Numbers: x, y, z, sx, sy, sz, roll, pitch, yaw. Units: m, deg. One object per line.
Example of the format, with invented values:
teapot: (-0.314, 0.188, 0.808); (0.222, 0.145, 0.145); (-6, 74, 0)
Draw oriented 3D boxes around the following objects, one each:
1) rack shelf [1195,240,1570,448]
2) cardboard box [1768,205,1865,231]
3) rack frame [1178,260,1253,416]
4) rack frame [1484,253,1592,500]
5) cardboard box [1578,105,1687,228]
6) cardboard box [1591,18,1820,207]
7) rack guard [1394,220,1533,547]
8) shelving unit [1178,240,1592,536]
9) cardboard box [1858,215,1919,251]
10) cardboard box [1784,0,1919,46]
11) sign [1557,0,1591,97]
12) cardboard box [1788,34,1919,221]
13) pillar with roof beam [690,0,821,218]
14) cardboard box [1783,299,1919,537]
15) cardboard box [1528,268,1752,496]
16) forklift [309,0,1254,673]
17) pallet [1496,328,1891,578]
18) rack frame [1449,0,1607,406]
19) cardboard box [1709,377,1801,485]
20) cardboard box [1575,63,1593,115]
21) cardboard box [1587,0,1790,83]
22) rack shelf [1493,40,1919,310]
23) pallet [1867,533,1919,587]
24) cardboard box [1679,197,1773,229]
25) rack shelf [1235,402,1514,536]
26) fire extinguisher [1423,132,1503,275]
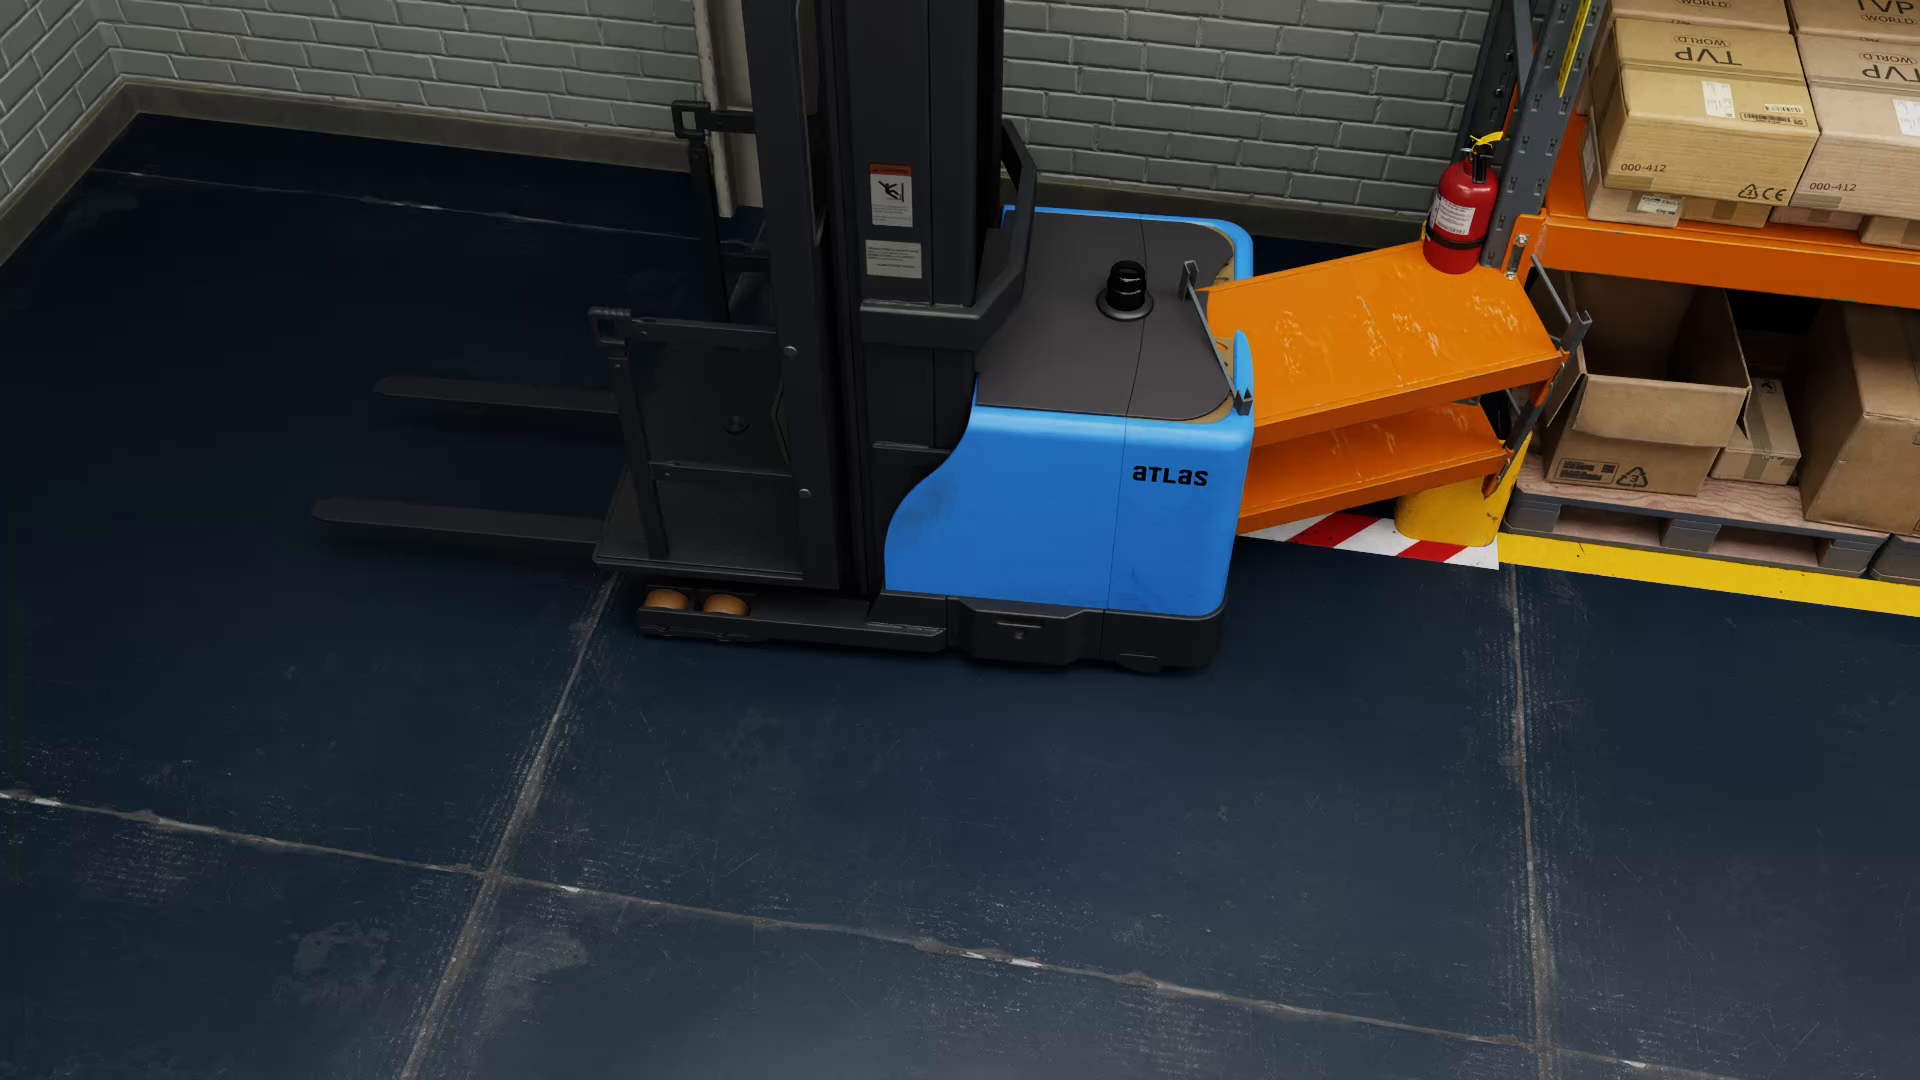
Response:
rack shelf: (1.214, -0.578, 4.978); (1.000, 0.278, 0.538); (-13, 62, -8)
cardboard box: (2.502, -1.093, 4.884); (0.250, 0.149, 0.380); (7, 48, 6)
rack frame: (0.721, -0.322, 5.167); (0.032, 1.125, 0.500); (-13, 62, -8)
rack frame: (1.702, -0.552, 5.302); (0.032, 1.125, 0.500); (-13, 62, -8)
cardboard box: (1.978, -1.102, 4.892); (0.250, 0.149, 0.380); (7, 48, 7)
cardboard box: (2.102, -1.222, 4.732); (0.500, 0.250, 0.500); (8, 49, 7)
rack guard: (1.778, -0.584, 5.939); (0.348, 0.500, 1.175); (8, 49, 7)
shelving unit: (1.211, -0.437, 5.234); (1.048, 1.125, 0.538); (-13, 62, -8)
cardboard box: (2.739, -1.014, 4.814); (0.250, 0.149, 0.380); (9, 49, 8)
cardboard box: (2.711, -1.544, 5.021); (0.500, 0.250, 0.500); (8, 49, 7)
sign: (1.607, -1.322, 4.339); (0.005, 0.325, 0.100); (8, 49, 7)
cardboard box: (2.598, -1.156, 4.673); (0.500, 0.250, 0.500); (8, 49, 7)
pillar with roof beam: (-1.555, -1.300, 0.869); (0.400, 9.000, 9.100); (8, 49, 7)
cardboard box: (3.123, -0.443, 5.530); (0.500, 0.500, 0.700); (9, 49, 8)
cardboard box: (2.289, -0.586, 5.656); (0.637, 0.503, 0.797); (6, 48, 5)
forklift: (-0.624, -1.033, 4.708); (3.031, 2.935, 1.130); (5, 48, 4)
pallet: (2.563, -0.383, 5.953); (1.213, 0.211, 1.003); (8, 49, 7)
rack frame: (1.704, -1.430, 5.018); (0.127, 3.000, 1.000); (8, 49, 7)
cardboard box: (2.700, -0.383, 5.711); (0.250, 0.149, 0.380); (6, 48, 5)
cardboard box: (2.077, -1.499, 5.249); (0.250, 0.149, 0.380); (7, 48, 6)
cardboard box: (2.203, -1.613, 5.083); (0.500, 0.250, 0.500); (9, 49, 8)
rack shelf: (3.672, -0.925, 5.048); (4.000, 0.370, 1.077); (8, 49, 7)
pallet: (3.760, -0.220, 5.806); (1.213, 0.211, 1.003); (8, 49, 7)
cardboard box: (2.237, -1.102, 4.892); (0.250, 0.149, 0.380); (9, 49, 8)
rack shelf: (1.210, -0.319, 5.448); (1.000, 0.278, 0.538); (-13, 62, -8)
fire extinguisher: (1.477, -0.961, 4.899); (0.183, 0.674, 0.296); (8, 49, 7)
